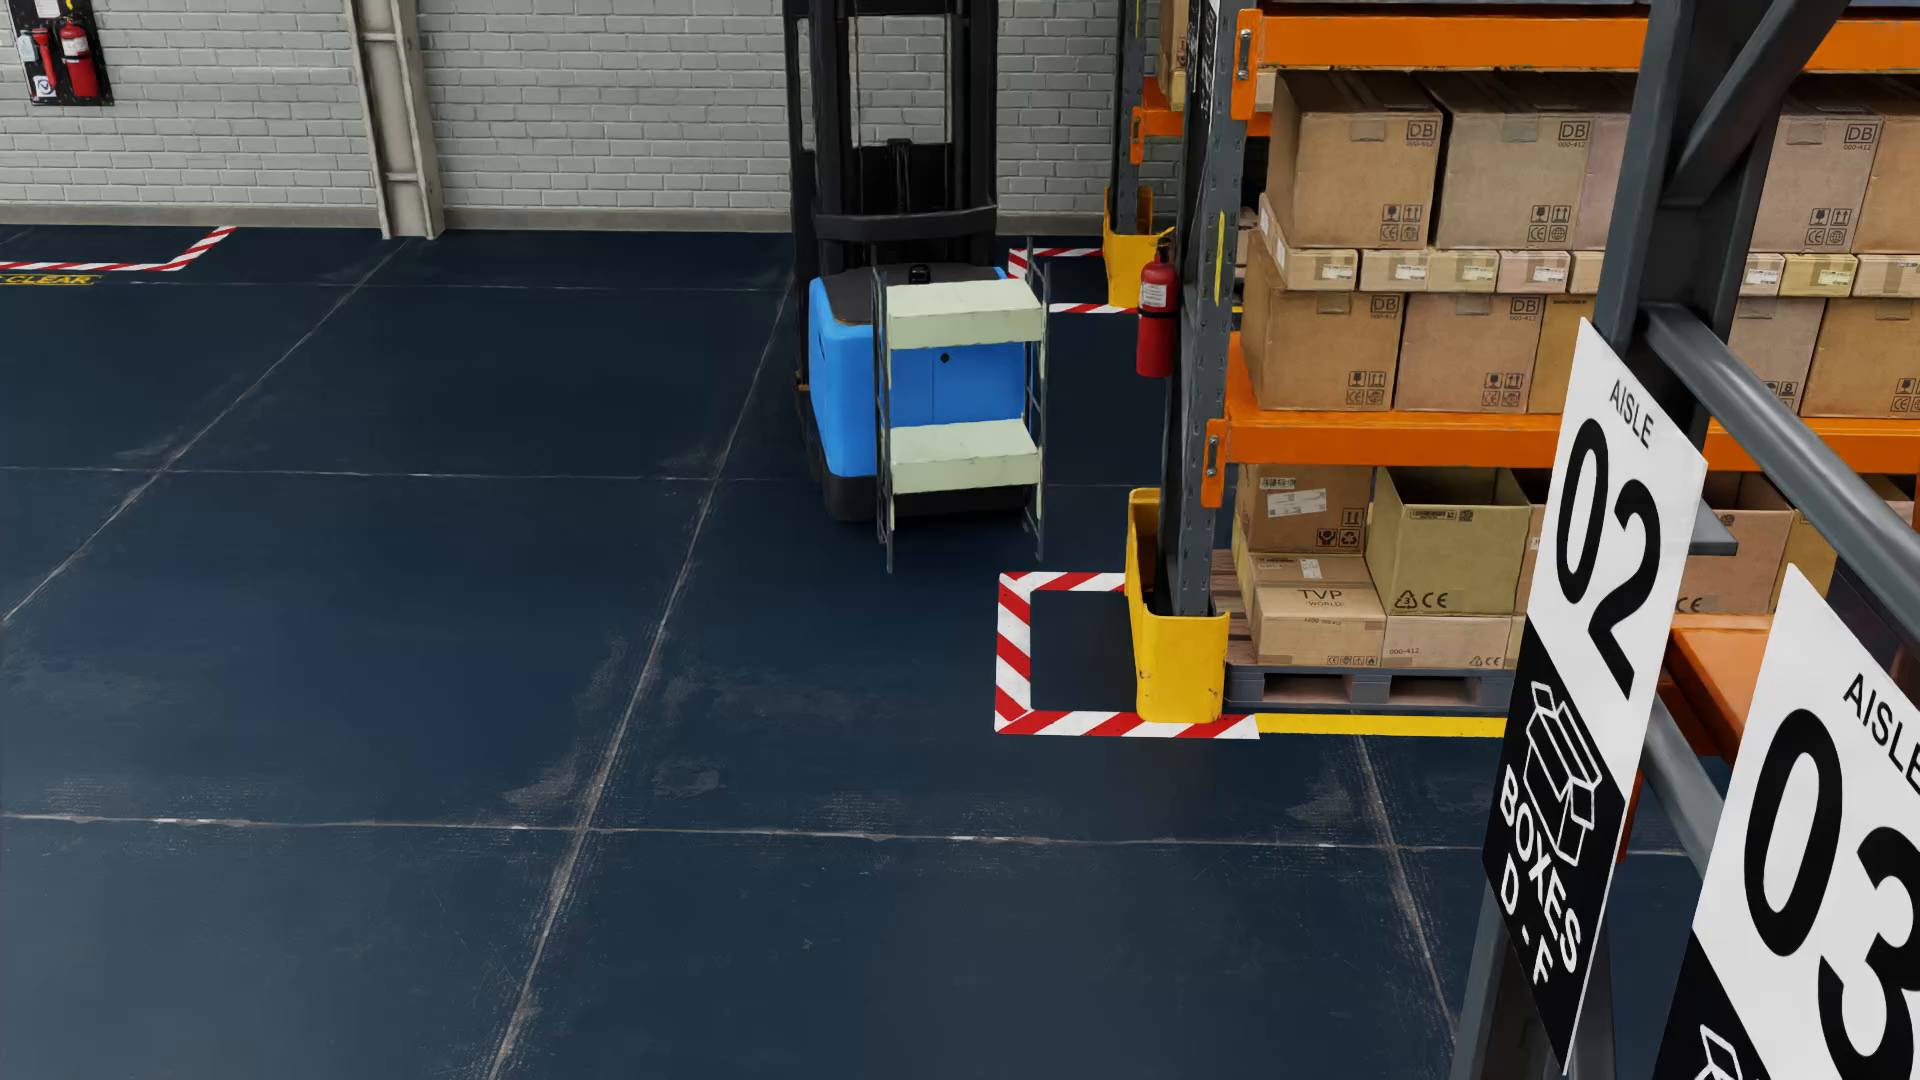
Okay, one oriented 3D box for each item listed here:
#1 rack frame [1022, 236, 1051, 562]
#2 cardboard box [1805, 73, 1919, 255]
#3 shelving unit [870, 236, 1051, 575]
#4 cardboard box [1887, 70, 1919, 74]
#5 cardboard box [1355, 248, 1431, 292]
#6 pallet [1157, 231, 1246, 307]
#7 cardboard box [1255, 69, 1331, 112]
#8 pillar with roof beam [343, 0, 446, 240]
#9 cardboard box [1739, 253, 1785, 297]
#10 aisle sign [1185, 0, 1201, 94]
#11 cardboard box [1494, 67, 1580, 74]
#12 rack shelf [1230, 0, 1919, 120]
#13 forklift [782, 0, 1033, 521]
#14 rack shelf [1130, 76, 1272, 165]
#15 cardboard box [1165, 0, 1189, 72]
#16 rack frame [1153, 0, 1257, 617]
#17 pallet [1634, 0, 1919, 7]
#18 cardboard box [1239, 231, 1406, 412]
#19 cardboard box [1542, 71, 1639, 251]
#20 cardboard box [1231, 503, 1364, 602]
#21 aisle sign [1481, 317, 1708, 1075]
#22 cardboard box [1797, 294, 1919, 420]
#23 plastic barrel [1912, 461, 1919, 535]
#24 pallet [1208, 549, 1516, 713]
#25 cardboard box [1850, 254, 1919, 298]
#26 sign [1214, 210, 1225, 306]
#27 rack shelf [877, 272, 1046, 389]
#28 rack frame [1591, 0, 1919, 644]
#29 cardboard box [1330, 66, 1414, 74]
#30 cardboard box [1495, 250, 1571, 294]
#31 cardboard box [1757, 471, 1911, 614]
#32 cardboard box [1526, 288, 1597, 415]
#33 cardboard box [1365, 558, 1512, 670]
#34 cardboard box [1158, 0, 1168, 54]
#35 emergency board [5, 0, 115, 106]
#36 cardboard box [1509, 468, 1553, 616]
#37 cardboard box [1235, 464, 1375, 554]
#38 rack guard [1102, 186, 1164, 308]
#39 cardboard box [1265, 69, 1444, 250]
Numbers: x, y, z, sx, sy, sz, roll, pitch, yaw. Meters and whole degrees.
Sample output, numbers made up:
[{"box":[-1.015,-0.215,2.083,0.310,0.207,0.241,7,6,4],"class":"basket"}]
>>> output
[{"box":[0.356,-0.650,7.875,0.023,1.500,0.400,-5,28,-9],"class":"rack frame"},{"box":[3.499,-1.418,6.231,0.500,0.500,0.700,1,28,2],"class":"cardboard box"},{"box":[-0.004,-0.620,7.819,0.755,1.500,0.431,-5,28,-9],"class":"shelving unit"},{"box":[6.185,-3.301,10.697,0.500,0.500,0.700,4,28,7],"class":"cardboard box"},{"box":[1.599,-1.067,6.260,0.250,0.149,0.380,0,28,0],"class":"cardboard box"},{"box":[2.008,-1.902,11.612,1.213,0.211,1.003,1,28,2],"class":"pallet"},{"box":[2.118,-2.949,10.749,0.500,0.250,0.500,0,28,0],"class":"cardboard box"},{"box":[-4.296,-4.293,6.741,0.400,9.000,9.100,1,28,2],"class":"pillar with roof beam"},{"box":[2.871,-1.044,6.217,0.250,0.149,0.380,1,28,2],"class":"cardboard box"},{"box":[0.895,-2.133,6.296,0.004,0.787,0.394,1,28,2],"class":"aisle sign"},{"box":[3.634,-3.255,10.525,0.500,0.500,0.500,0,28,0],"class":"cardboard box"},{"box":[2.949,-1.821,6.047,4.000,0.370,1.077,1,28,2],"class":"rack shelf"},{"box":[-0.394,-2.057,9.001,1.130,2.935,3.031,-5,28,-9],"class":"forklift"},{"box":[3.120,-2.814,11.124,4.000,0.370,1.077,1,28,2],"class":"rack shelf"},{"box":[1.588,-3.290,10.593,0.500,0.500,0.500,1,28,2],"class":"cardboard box"},{"box":[0.951,-0.846,6.644,0.127,3.000,1.000,1,28,2],"class":"rack frame"},{"box":[2.879,-2.090,5.882,1.213,0.211,1.003,1,28,2],"class":"pallet"},{"box":[1.417,-0.877,6.595,0.500,0.500,0.700,1,28,2],"class":"cardboard box"},{"box":[2.499,-1.435,6.262,0.500,0.500,0.700,1,28,2],"class":"cardboard box"},{"box":[1.497,0.054,7.434,0.500,0.250,0.500,1,28,2],"class":"cardboard box"},{"box":[0.711,0.183,1.926,0.004,0.787,0.394,1,28,2],"class":"aisle sign"},{"box":[3.476,-0.845,6.534,0.500,0.500,0.700,1,28,3],"class":"cardboard box"},{"box":[1.262,-0.280,1.466,0.708,0.830,0.600,1,28,2],"class":"plastic barrel"},{"box":[1.716,0.379,7.310,1.213,0.211,1.003,1,28,2],"class":"pallet"},{"box":[3.400,-1.037,6.204,0.250,0.149,0.380,2,28,3],"class":"cardboard box"},{"box":[0.925,-1.004,5.933,0.005,0.325,0.100,1,28,2],"class":"sign"},{"box":[-0.004,-0.965,7.636,0.720,0.370,0.431,-5,28,-9],"class":"rack shelf"},{"box":[0.772,-1.178,0.865,0.127,3.000,1.000,1,28,2],"class":"rack frame"},{"box":[2.598,-3.266,10.547,0.500,0.500,0.500,0,28,0],"class":"cardboard box"},{"box":[2.100,-1.057,6.241,0.250,0.149,0.380,1,28,1],"class":"cardboard box"},{"box":[3.478,-0.008,6.749,0.500,0.500,0.500,1,28,2],"class":"cardboard box"},{"box":[2.438,-0.859,6.562,0.500,0.500,0.700,1,28,2],"class":"cardboard box"},{"box":[1.978,0.303,6.964,0.500,0.250,0.500,1,28,2],"class":"cardboard box"},{"box":[1.600,-3.531,11.046,0.500,0.500,0.500,1,28,1],"class":"cardboard box"},{"box":[-6.613,-3.716,12.058,0.643,1.169,0.194,1,28,2],"class":"emergency board"},{"box":[2.479,-0.026,6.783,0.500,0.500,0.500,1,28,2],"class":"cardboard box"},{"box":[1.497,-0.279,7.260,0.500,0.500,0.500,1,28,2],"class":"cardboard box"},{"box":[1.198,-2.059,11.601,0.348,0.500,1.175,1,28,2],"class":"rack guard"},{"box":[1.470,-1.449,6.289,0.500,0.500,0.700,1,28,2],"class":"cardboard box"}]
